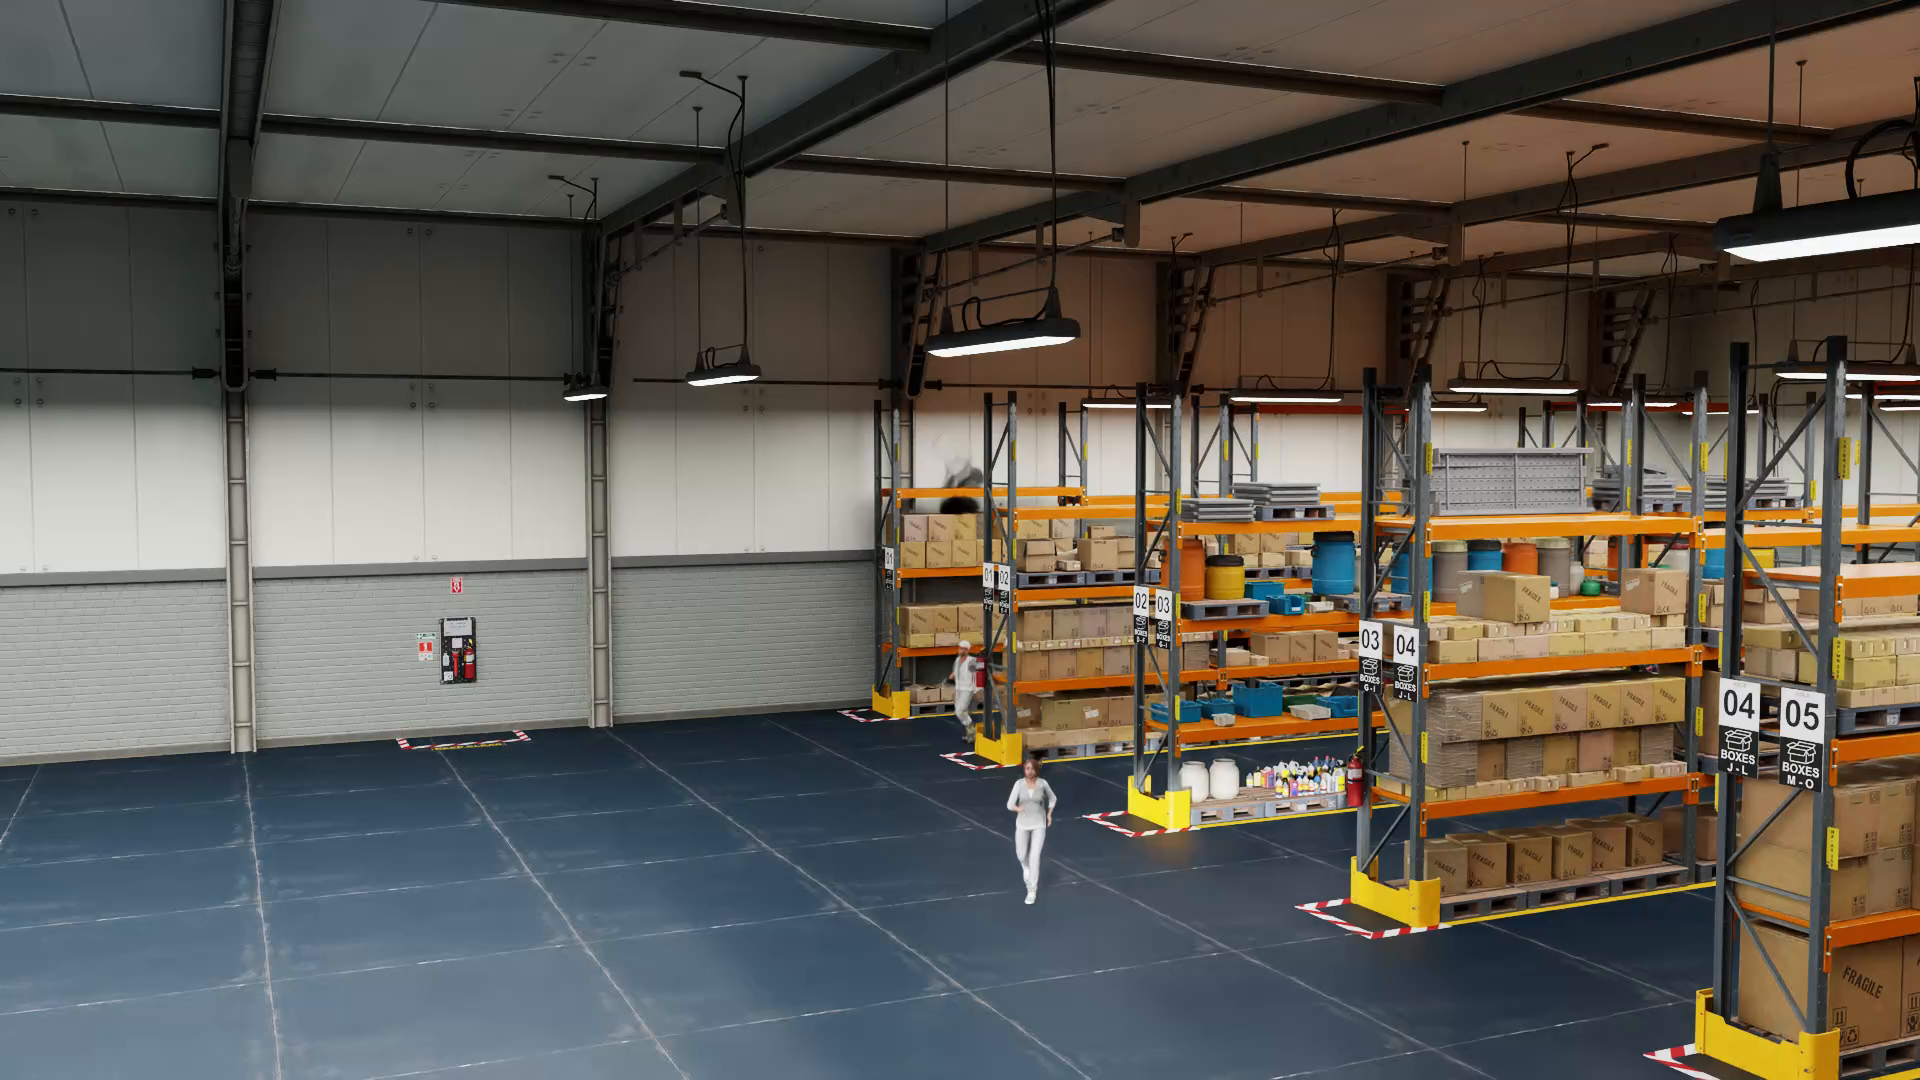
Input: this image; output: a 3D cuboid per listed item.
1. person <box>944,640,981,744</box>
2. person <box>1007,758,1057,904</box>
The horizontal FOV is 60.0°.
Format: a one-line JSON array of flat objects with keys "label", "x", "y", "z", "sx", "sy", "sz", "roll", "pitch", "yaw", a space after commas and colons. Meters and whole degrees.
[{"label": "person", "x": 0.059, "y": 2.619, "z": 28.561, "sx": 0.663, "sy": 1.782, "sz": 0.698, "roll": -3, "pitch": 4, "yaw": -39}, {"label": "person", "x": 0.813, "y": 3.271, "z": 18.896, "sx": 0.547, "sy": 1.560, "sz": 0.851, "roll": 1, "pitch": 3, "yaw": 9}]
